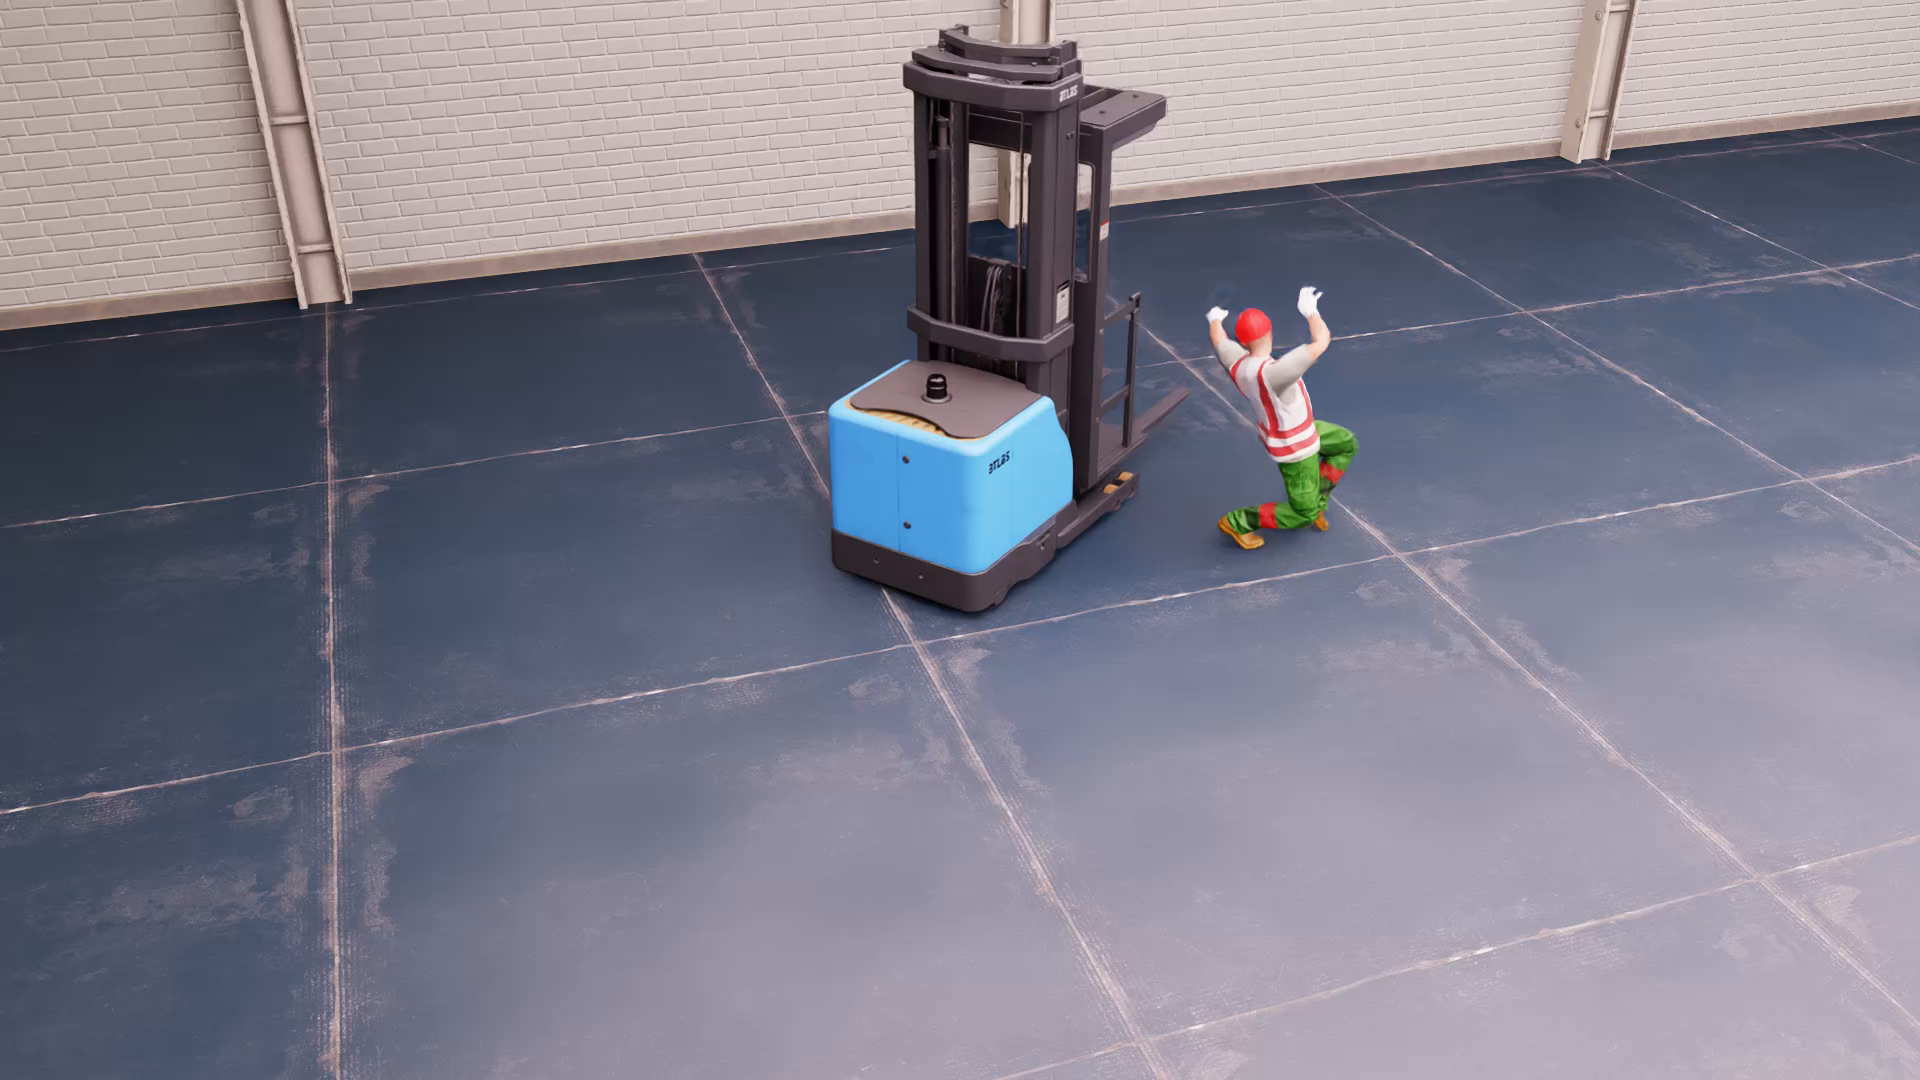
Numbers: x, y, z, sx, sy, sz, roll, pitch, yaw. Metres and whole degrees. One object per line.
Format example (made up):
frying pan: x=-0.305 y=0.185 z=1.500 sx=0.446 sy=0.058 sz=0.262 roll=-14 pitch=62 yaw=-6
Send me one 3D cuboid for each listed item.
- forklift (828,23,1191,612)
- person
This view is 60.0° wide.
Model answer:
forklift: x=0.477 y=-1.567 z=9.810 sx=1.130 sy=2.935 sz=3.031 roll=18 pitch=34 yaw=28
person: x=1.925 y=-0.802 z=9.856 sx=0.862 sy=1.596 sz=1.112 roll=-3 pitch=30 yaw=-5
